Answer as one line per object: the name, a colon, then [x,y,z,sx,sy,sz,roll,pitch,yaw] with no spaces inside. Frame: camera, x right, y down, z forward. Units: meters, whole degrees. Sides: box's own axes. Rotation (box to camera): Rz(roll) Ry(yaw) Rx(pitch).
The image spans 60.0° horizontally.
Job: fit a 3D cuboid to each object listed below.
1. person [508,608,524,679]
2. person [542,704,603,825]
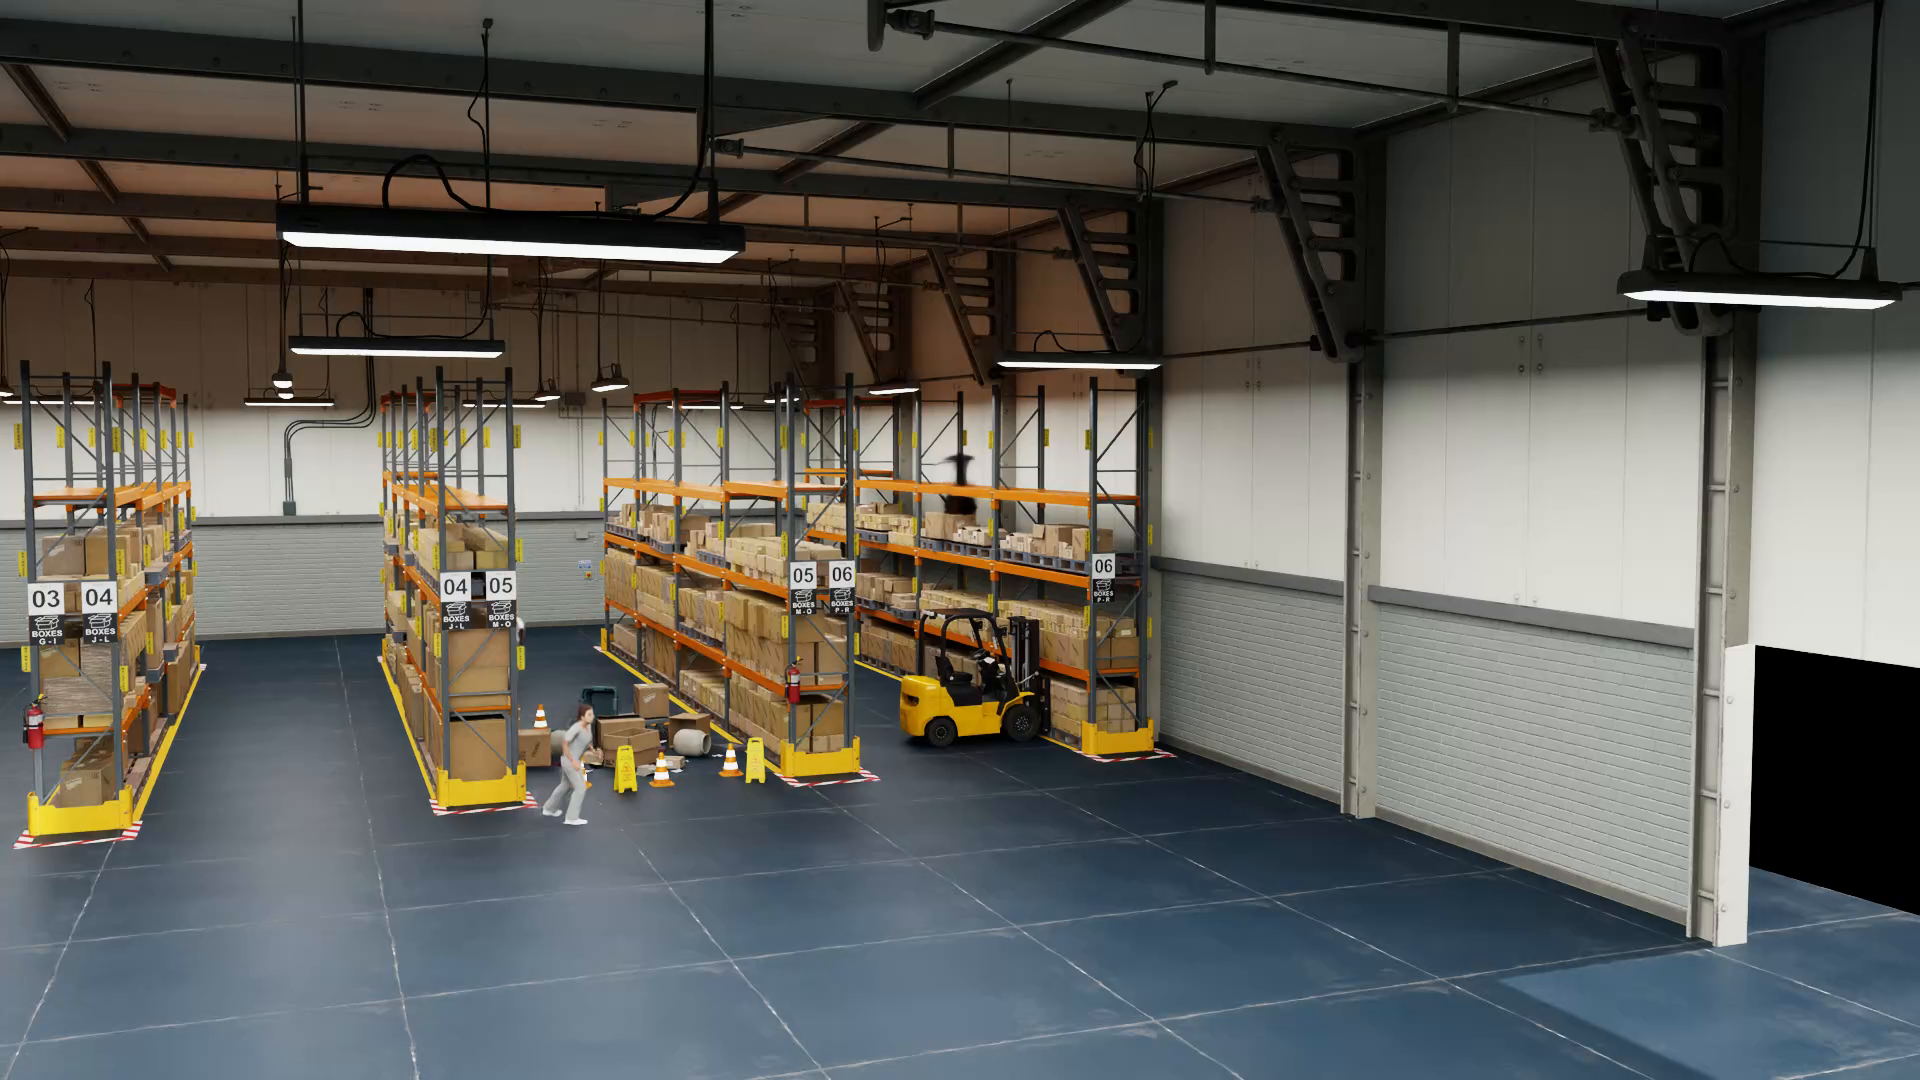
person: [-9.404,2.183,34.708,0.576,1.485,0.955,0,3,-5]
person: [-5.075,2.911,21.684,0.840,1.587,0.620,0,3,4]
